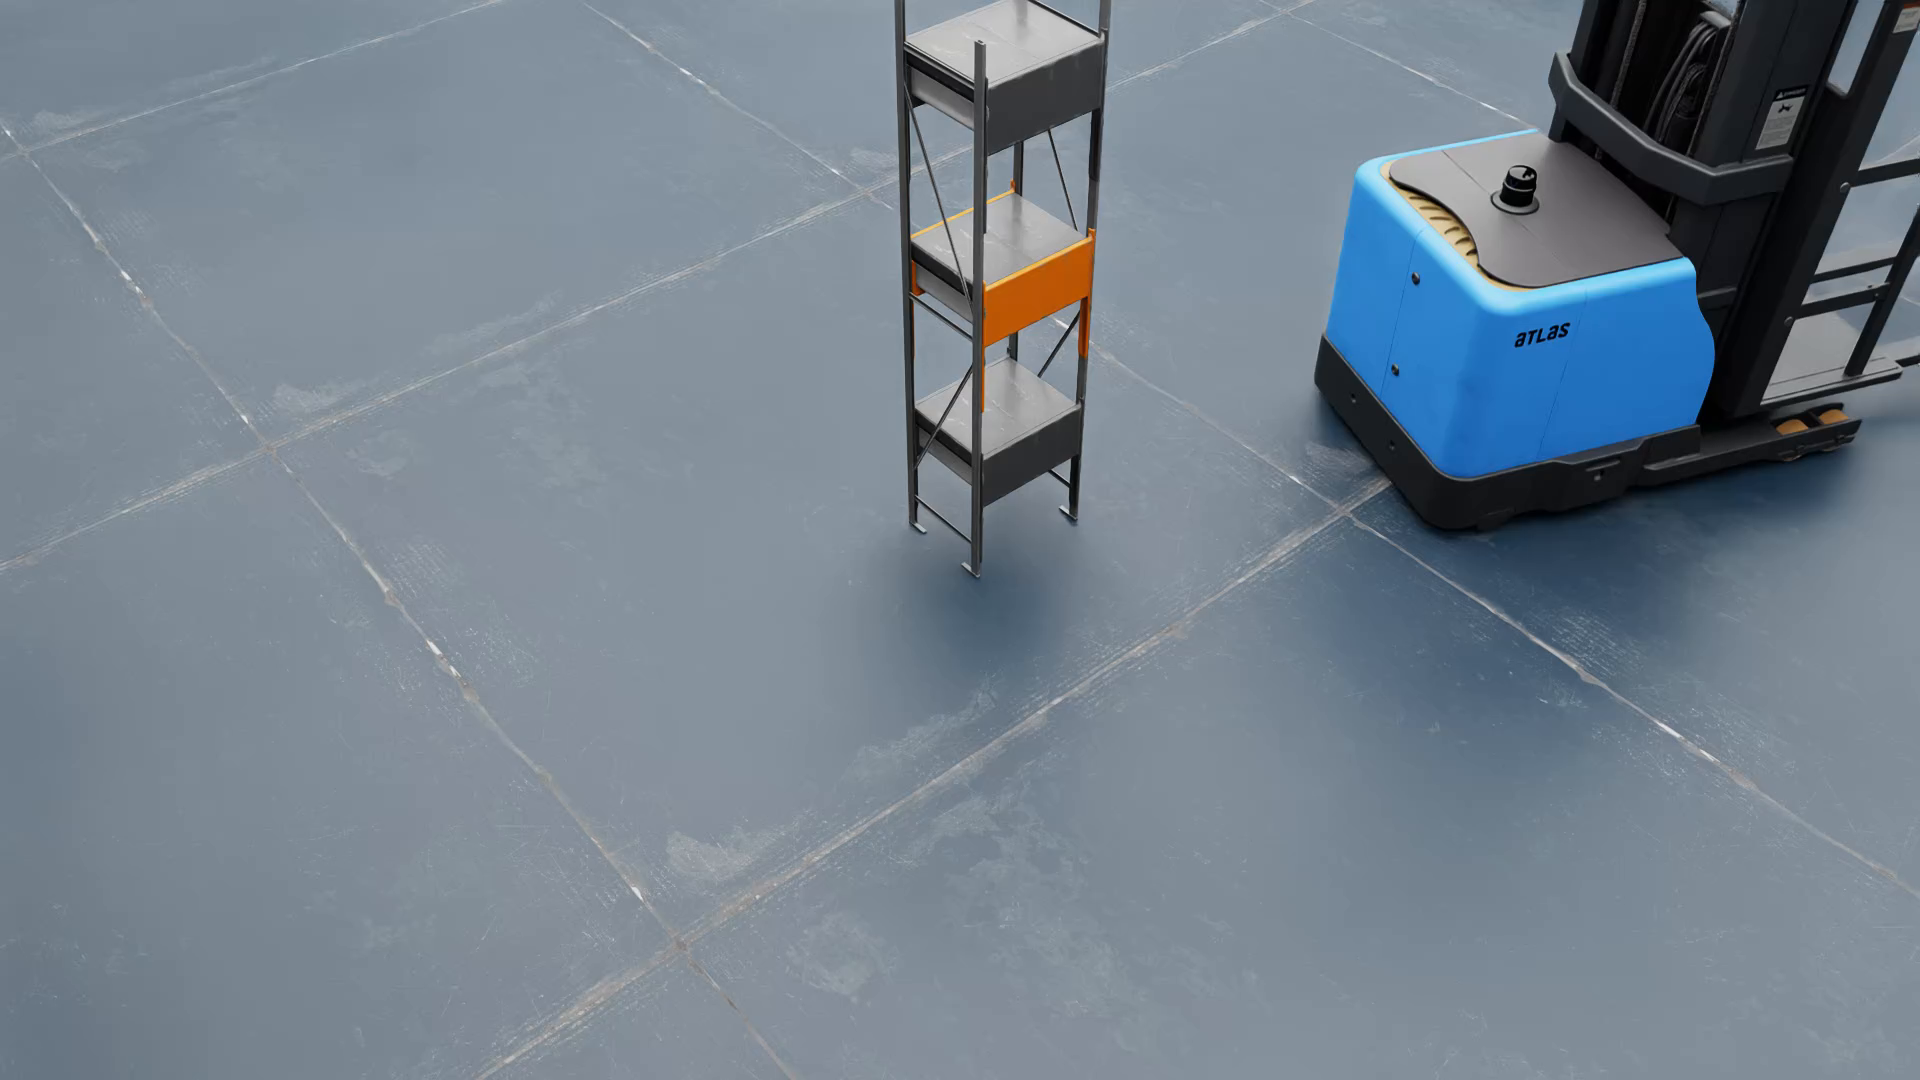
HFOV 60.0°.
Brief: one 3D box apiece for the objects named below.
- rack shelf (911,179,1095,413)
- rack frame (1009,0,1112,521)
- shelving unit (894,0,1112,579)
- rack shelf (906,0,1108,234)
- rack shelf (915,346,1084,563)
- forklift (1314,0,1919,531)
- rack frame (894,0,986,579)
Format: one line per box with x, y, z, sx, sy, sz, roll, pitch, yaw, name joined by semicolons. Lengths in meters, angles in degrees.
0.127;-0.828;5.618;0.480;0.518;0.431;-30;51;-28;rack shelf
0.314;-0.945;5.723;0.015;2.100;0.400;-30;51;-28;rack frame
0.127;-0.838;5.609;0.503;2.100;0.431;-30;51;-28;shelving unit
0.127;-1.338;5.139;0.480;0.518;0.431;-30;51;-28;rack shelf
0.127;-0.318;6.097;0.480;0.518;0.431;-30;51;-28;rack shelf
3.031;-1.709;5.929;3.031;2.935;1.130;-13;45;-14;forklift
-0.060;-0.731;5.494;0.015;2.100;0.400;-30;51;-28;rack frame
